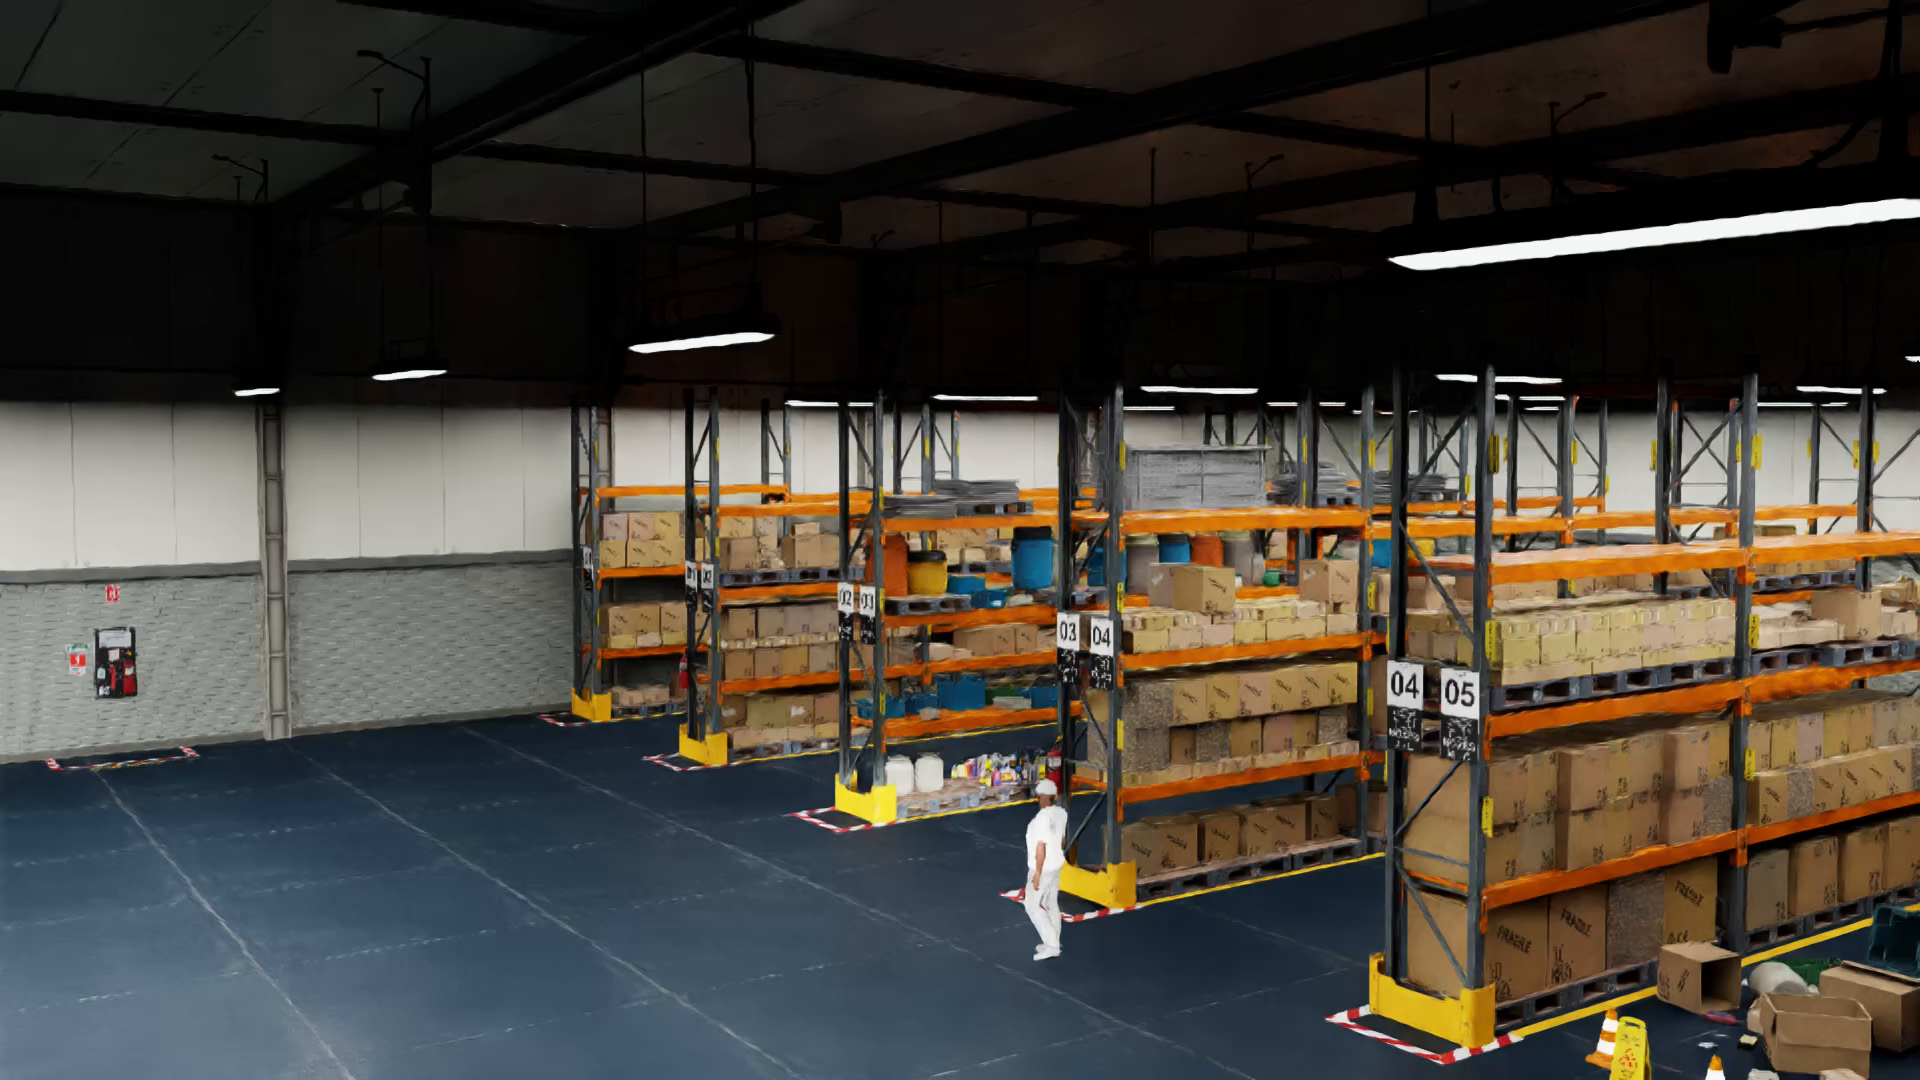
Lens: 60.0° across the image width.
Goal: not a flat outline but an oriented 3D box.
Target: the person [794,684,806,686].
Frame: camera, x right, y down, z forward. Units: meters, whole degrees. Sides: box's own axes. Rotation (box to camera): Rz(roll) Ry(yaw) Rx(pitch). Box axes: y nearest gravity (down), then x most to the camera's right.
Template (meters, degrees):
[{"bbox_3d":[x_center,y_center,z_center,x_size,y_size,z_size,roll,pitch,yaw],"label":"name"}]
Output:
[{"bbox_3d":[-2.916,2.407,31.526,0.546,1.733,0.727,-2,4,-35],"label":"person"}]

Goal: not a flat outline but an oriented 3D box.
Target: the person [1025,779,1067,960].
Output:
[{"bbox_3d":[0.871,3.273,16.608,0.398,1.760,0.652,2,4,27],"label":"person"}]
